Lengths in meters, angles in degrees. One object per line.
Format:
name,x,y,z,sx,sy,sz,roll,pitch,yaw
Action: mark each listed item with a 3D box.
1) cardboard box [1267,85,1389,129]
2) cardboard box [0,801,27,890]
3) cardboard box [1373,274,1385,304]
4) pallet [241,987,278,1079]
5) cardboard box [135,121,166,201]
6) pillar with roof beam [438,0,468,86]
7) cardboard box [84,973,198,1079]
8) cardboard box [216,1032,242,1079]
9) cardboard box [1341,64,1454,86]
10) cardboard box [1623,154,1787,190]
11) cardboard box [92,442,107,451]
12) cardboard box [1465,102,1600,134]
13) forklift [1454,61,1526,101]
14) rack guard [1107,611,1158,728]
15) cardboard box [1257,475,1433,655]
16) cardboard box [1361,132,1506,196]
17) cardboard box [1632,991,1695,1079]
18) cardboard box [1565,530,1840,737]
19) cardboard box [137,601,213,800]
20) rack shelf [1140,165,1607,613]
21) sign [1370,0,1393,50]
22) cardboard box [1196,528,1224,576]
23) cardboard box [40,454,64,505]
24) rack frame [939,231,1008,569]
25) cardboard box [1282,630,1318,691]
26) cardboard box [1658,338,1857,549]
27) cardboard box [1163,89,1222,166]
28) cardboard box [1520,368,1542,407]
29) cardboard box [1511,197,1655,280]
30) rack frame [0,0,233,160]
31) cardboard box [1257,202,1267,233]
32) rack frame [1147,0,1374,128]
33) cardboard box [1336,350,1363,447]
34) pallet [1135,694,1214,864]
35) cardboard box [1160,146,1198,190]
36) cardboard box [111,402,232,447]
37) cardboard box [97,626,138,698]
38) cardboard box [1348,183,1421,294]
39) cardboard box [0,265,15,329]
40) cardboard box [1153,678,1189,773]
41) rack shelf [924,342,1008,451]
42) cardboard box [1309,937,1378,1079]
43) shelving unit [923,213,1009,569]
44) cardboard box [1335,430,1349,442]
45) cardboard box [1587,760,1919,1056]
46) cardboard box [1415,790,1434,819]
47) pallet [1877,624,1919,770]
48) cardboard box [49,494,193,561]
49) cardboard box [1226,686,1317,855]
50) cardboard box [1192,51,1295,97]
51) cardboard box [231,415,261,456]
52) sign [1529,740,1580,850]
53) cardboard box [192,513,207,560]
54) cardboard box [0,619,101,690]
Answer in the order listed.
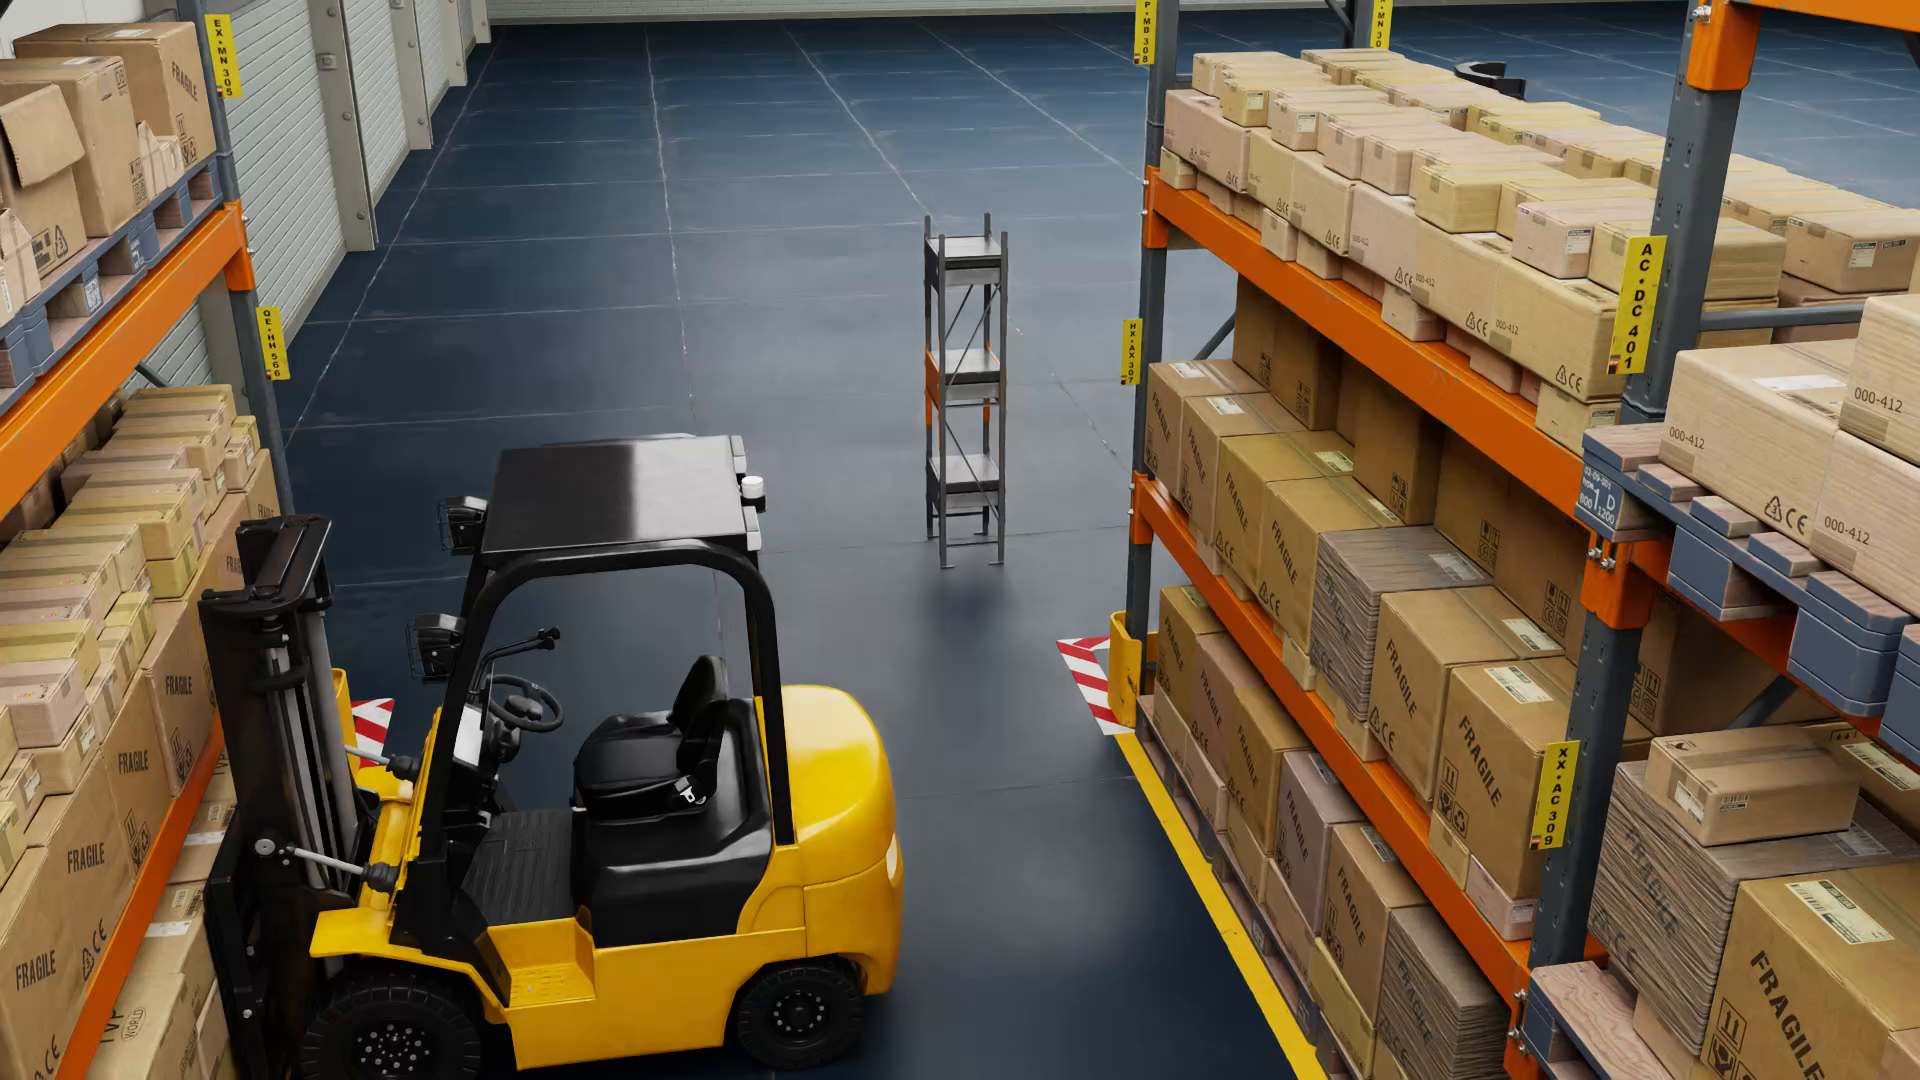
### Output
cardboard box,1.387,-1.621,6.283,0.380,0.149,0.250,-4,24,-10
cardboard box,-2.627,0.806,4.221,0.380,0.149,0.250,-4,24,-9
cardboard box,1.601,-0.848,5.510,0.380,0.149,0.250,-4,24,-9
pallet,-3.112,1.877,6.188,1.003,0.211,1.213,-4,24,-10
cardboard box,-3.018,-1.325,5.808,0.396,0.266,0.258,-4,24,-10
pillar with roof beam,-4.481,-12.345,27.772,9.100,9.000,0.400,-4,24,-10
cardboard box,-2.643,1.590,5.023,0.500,0.250,0.500,-4,24,-10
cardboard box,-2.761,1.849,5.679,0.500,0.250,0.500,-4,24,-9
cardboard box,1.788,-1.857,6.823,0.380,0.149,0.250,-5,24,-10
cardboard box,2.224,-1.056,4.989,0.380,0.149,0.250,-4,24,-10
cardboard box,-3.601,-0.275,6.697,0.380,0.149,0.250,-4,24,-10
cardboard box,2.030,-1.459,5.913,0.380,0.149,0.250,-4,24,-8
forklift,3.563,-1.379,10.245,3.031,2.935,1.130,3,24,7
rack guard,1.374,0.629,8.685,1.175,0.500,0.348,-4,24,-10
cardboard box,1.472,0.082,6.318,0.500,0.500,0.500,-5,24,-11
cardboard box,1.521,-1.212,5.346,0.380,0.149,0.250,-4,24,-9
cardboard box,1.892,1.191,4.065,0.380,0.149,0.250,-4,24,-9
cardboard box,2.232,0.198,4.804,0.700,0.500,0.500,-5,24,-10
cardboard box,-2.882,0.554,5.608,0.500,0.500,0.500,-4,24,-9
rack shelf,1.730,-0.804,5.995,1.077,0.370,4.000,-4,24,-10
sign,1.910,-2.360,7.551,0.100,0.325,0.005,-4,24,-10
cardboard box,1.252,0.030,7.248,0.380,0.149,0.250,-4,24,-9
cardboard box,-3.556,-0.202,6.158,0.380,0.149,0.250,-4,24,-9
rack frame,0.076,-0.801,9.961,0.400,2.100,0.015,-4,24,-10
cardboard box,1.449,0.438,6.314,0.380,0.149,0.250,-4,24,-9
cardboard box,1.814,-0.212,3.402,0.500,0.250,0.500,-5,24,-11
cardboard box,1.192,-1.771,7.125,0.500,0.250,0.500,-5,24,-11
cardboard box,1.782,-0.440,4.575,0.380,0.149,0.250,-4,24,-9
cardboard box,1.703,-0.803,4.410,0.380,0.149,0.250,-5,24,-11
rack frame,-3.517,-2.927,6.208,1.000,3.000,0.127,-4,24,-10
cardboard box,1.377,-1.248,6.426,0.380,0.149,0.250,-5,24,-11
rack frame,1.360,-3.295,7.052,1.000,3.000,0.127,-4,24,-10
cardboard box,1.951,-0.609,6.651,0.700,0.500,0.500,-5,24,-10
pallet,1.490,1.084,8.005,1.003,0.211,1.213,-4,24,-10
cardboard box,1.103,-1.651,7.349,0.380,0.149,0.250,-4,24,-10
cardboard box,-3.167,-0.437,6.695,0.380,0.149,0.250,-4,24,-10
cardboard box,-2.786,0.402,5.145,0.380,0.149,0.250,-5,24,-11
cardboard box,1.579,-0.969,5.289,0.500,0.250,0.500,-5,24,-11
cardboard box,-2.704,-0.603,4.299,0.380,0.149,0.250,-4,24,-8
cardboard box,1.238,0.859,7.946,0.500,0.250,0.500,-5,24,-10
rack shelf,0.031,-0.885,10.186,0.431,0.518,0.480,-4,24,-10
cardboard box,1.618,1.673,6.081,0.500,0.250,0.500,-5,24,-11
shelving unit,0.031,-0.897,10.181,0.431,2.100,0.503,-4,24,-10
cardboard box,1.820,-0.338,7.279,0.500,0.500,0.500,-4,24,-10
cardboard box,1.905,0.858,4.016,0.500,0.500,0.500,-4,24,-8
cardboard box,1.717,0.832,5.410,0.380,0.149,0.250,-4,24,-9
pallet,2.304,0.397,2.580,1.213,0.211,1.003,-4,24,-10
cardboard box,-2.909,-0.037,5.780,0.380,0.149,0.250,-4,24,-9
cardboard box,1.428,0.928,6.851,0.500,0.500,0.500,-4,24,-9
cardboard box,1.226,-2.016,7.189,0.380,0.149,0.250,-4,24,-10
cardboard box,-3.178,-0.405,6.994,0.380,0.149,0.250,-4,24,-9
sign,1.568,0.674,4.378,0.100,0.325,0.005,-4,24,-10
cardboard box,-2.983,0.000,6.067,0.380,0.149,0.250,-5,24,-11
cardboard box,-2.759,0.364,4.861,0.380,0.149,0.250,-5,24,-11
